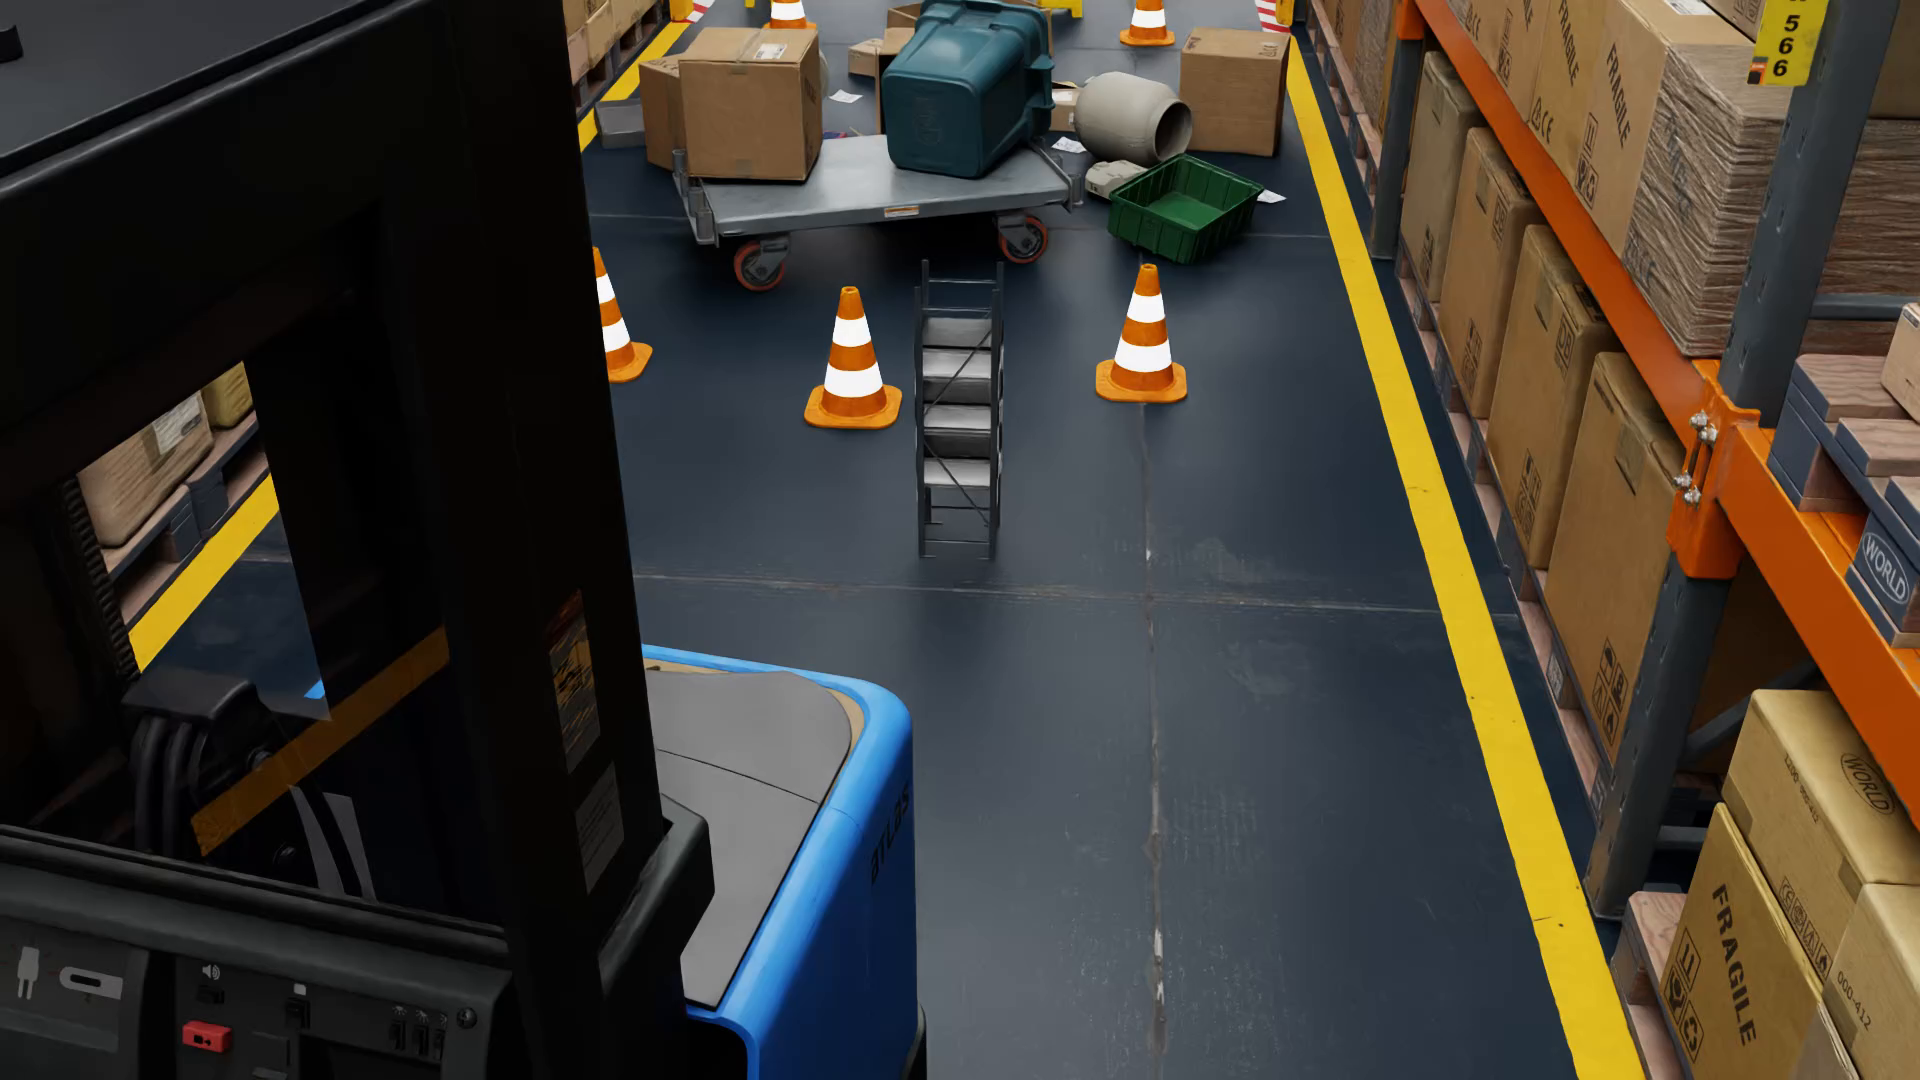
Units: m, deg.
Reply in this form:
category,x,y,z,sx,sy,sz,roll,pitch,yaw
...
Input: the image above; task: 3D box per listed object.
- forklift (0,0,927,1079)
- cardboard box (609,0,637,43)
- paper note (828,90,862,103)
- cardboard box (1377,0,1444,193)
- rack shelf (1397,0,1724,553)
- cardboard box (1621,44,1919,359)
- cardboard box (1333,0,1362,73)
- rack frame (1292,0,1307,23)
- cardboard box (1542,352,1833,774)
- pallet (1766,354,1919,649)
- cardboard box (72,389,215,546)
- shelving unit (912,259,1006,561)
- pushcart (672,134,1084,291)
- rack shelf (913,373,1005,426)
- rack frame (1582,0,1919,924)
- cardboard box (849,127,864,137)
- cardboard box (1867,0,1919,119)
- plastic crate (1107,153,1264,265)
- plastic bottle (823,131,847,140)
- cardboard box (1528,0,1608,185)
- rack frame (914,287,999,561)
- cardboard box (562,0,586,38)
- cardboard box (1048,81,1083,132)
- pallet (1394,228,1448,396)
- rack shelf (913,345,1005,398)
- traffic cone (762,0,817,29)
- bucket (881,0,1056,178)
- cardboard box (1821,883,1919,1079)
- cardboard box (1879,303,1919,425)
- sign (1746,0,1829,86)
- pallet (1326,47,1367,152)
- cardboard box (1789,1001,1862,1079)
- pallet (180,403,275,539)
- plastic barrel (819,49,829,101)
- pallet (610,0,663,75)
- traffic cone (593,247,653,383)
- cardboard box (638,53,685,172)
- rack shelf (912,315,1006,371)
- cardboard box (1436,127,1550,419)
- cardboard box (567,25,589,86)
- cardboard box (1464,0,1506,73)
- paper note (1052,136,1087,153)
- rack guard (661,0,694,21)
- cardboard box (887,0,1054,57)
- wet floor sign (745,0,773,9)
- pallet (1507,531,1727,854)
category,x,y,z,sx,sy,sz,roll,pitch,yaw
forklift,-0.941,0.592,1.496,1.130,2.935,3.031,8,33,13
cardboard box,-2.175,-3.055,9.569,0.500,0.250,0.500,3,32,4
paper note,-0.639,-2.466,9.233,0.148,0.019,0.142,14,34,21
cardboard box,2.410,-2.102,7.426,0.875,0.875,0.875,3,32,5
rack shelf,2.126,-1.150,4.942,1.077,0.370,4.000,2,32,4
cardboard box,1.732,-0.700,3.431,0.500,0.500,0.500,2,32,4
cardboard box,2.556,-3.050,8.965,0.875,0.875,0.875,2,32,3
rack frame,2.615,-4.593,9.844,1.000,3.000,0.127,2,32,4
cardboard box,2.103,0.054,4.047,1.050,0.750,0.750,2,32,3
pallet,2.011,0.049,2.494,1.213,0.211,1.003,2,32,4
cardboard box,-2.871,-0.310,4.998,0.950,0.372,0.625,2,32,3
shelving unit,-0.001,-0.379,5.007,0.258,0.900,0.210,2,32,4
pushcart,-0.376,-1.473,7.280,1.648,0.377,0.936,-8,33,-13
rack shelf,-0.001,-0.427,4.977,0.258,0.077,0.200,2,32,4
rack frame,1.963,-0.410,3.056,1.000,3.000,0.127,2,32,4
cardboard box,-0.447,-1.831,7.967,0.258,0.266,0.396,-20,37,-29
cardboard box,2.010,-1.113,3.148,0.700,0.500,0.500,2,32,4
plastic crate,0.997,-1.476,7.411,0.450,0.188,0.662,29,41,23
plastic bottle,-0.679,-2.004,8.443,0.133,0.061,0.283,8,32,12
cardboard box,1.815,-1.222,4.278,0.500,0.500,0.500,2,32,3
rack frame,-0.009,-0.326,4.921,0.240,0.900,0.006,2,32,4
cardboard box,-2.260,-2.836,8.499,0.500,0.500,0.500,4,32,7
cardboard box,0.593,-2.315,8.754,0.396,0.266,0.258,8,32,12
pallet,2.301,-0.908,6.522,1.003,0.211,1.213,2,32,4
rack shelf,-0.001,-0.504,4.930,0.258,0.077,0.200,2,32,4
traffic cone,-1.077,-3.392,10.313,0.336,0.463,0.334,2,32,4
bucket,0.002,-1.925,7.185,0.726,0.611,0.620,14,44,21
cardboard box,1.625,0.772,2.406,0.500,0.250,0.500,2,32,3
cardboard box,1.726,-0.256,2.646,0.380,0.149,0.250,2,32,3
sign,1.410,-0.925,2.788,0.100,0.325,0.005,2,32,4
pallet,2.526,-2.348,8.859,1.003,0.211,1.213,2,32,4
cardboard box,1.614,1.097,2.592,0.500,0.500,0.500,3,32,5
pallet,-2.812,-0.426,5.740,1.003,0.211,1.213,2,32,4
plastic barrel,-0.986,-2.510,8.920,0.512,0.421,0.421,27,41,37
pallet,-2.435,-3.102,10.082,1.003,0.211,1.213,2,32,4
traffic cone,-1.359,-0.872,6.224,0.336,0.463,0.334,2,32,4
cardboard box,-1.209,-2.099,8.177,0.500,0.500,0.500,27,41,37
rack shelf,-0.001,-0.580,4.883,0.258,0.077,0.200,2,32,4
cardboard box,2.246,-0.890,5.579,1.050,0.750,0.750,2,32,4
cardboard box,-2.263,-2.522,8.705,0.500,0.250,0.500,2,32,3
cardboard box,1.894,-1.755,5.144,0.500,0.500,0.500,2,32,4
paper note,0.576,-2.023,8.510,0.172,0.023,0.155,14,34,21
rack guard,-2.333,-3.648,10.693,1.175,0.500,0.348,2,32,4
cardboard box,0.053,-2.662,9.091,0.797,0.503,0.637,-20,37,-29
wet floor sign,-1.245,-3.803,10.806,0.267,0.644,0.232,14,34,21
pallet,2.103,0.368,4.451,1.003,0.211,1.213,2,32,4
